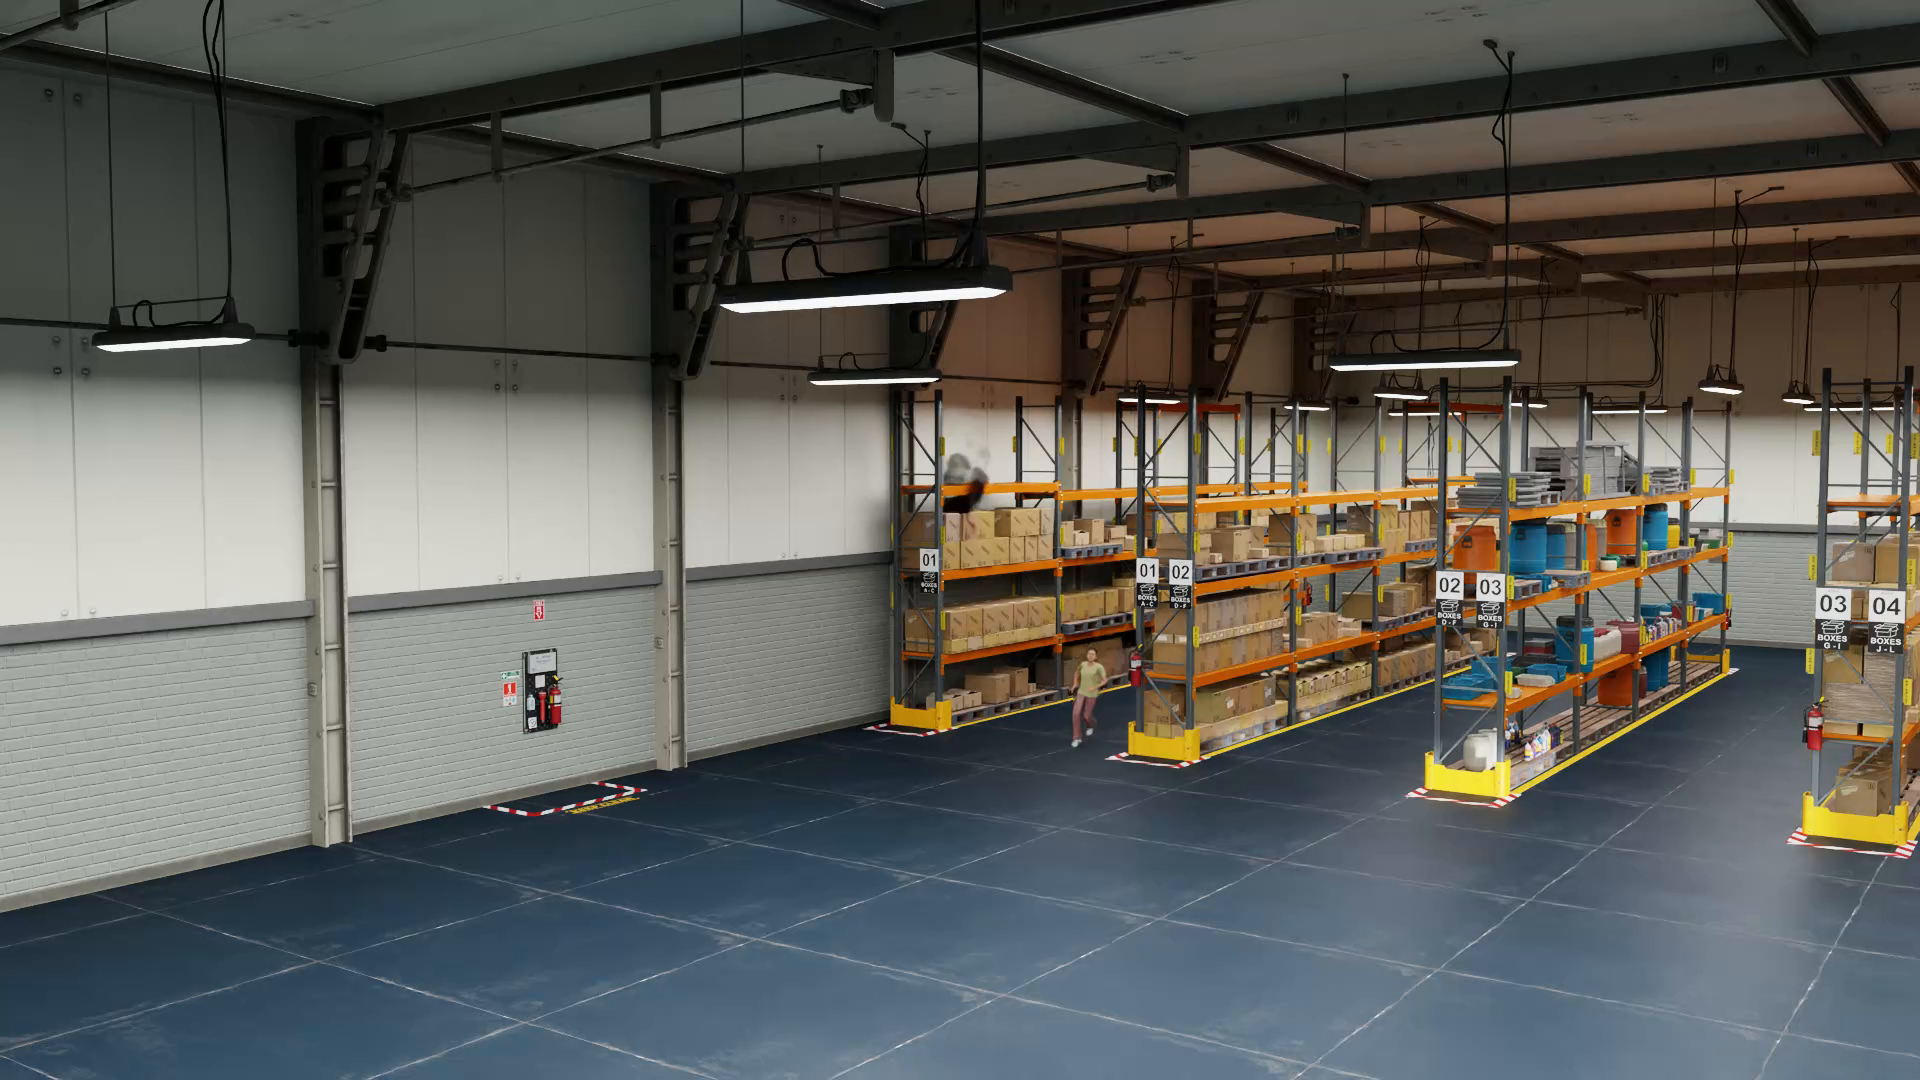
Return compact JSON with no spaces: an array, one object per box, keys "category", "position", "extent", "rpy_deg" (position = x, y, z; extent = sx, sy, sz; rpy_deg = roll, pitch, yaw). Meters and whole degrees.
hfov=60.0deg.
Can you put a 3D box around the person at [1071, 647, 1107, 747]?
[{"category":"person","position":[2.187,2.623,27.980],"extent":[0.615,1.664,0.803],"rpy_deg":[2,4,26]}]
